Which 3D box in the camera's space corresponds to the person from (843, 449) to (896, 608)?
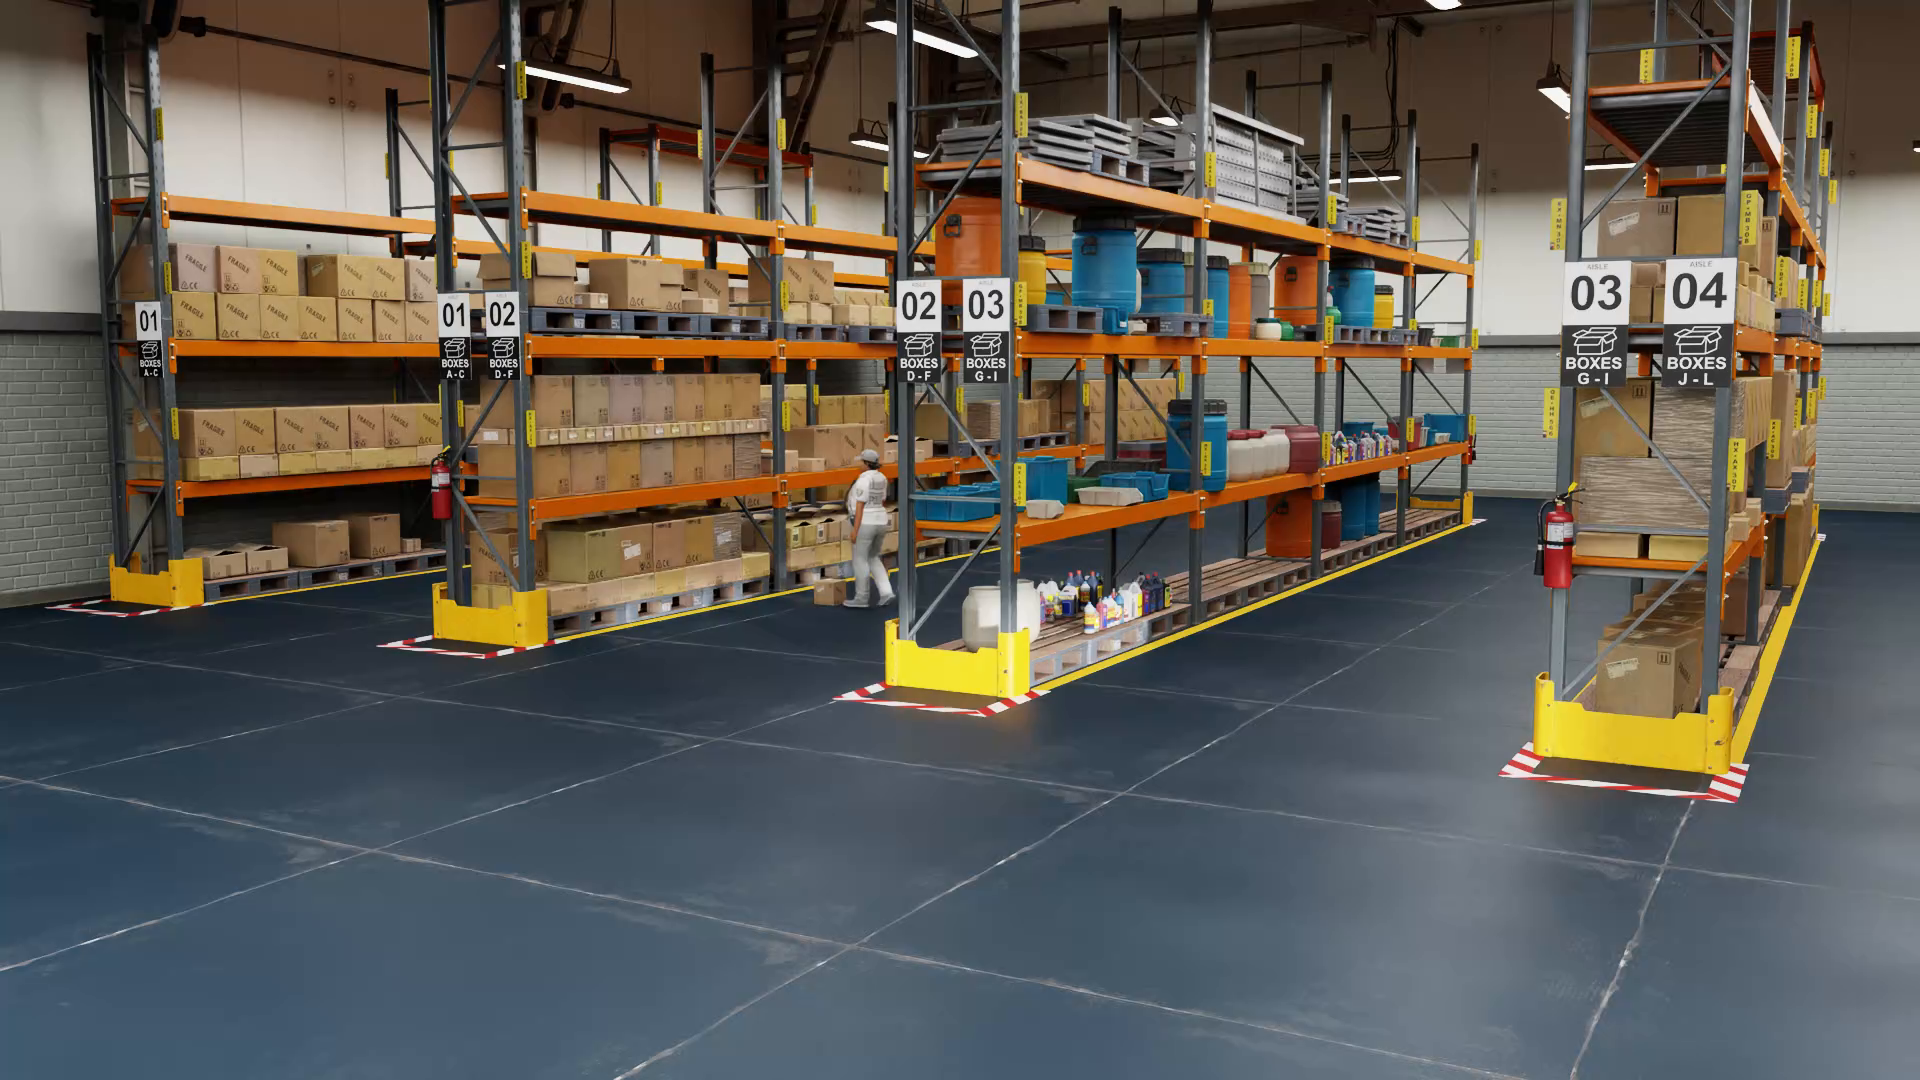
[{"bbox_3d":[-0.979,-0.086,17.497,0.470,1.740,0.482,3,7,29],"label":"person"}]
